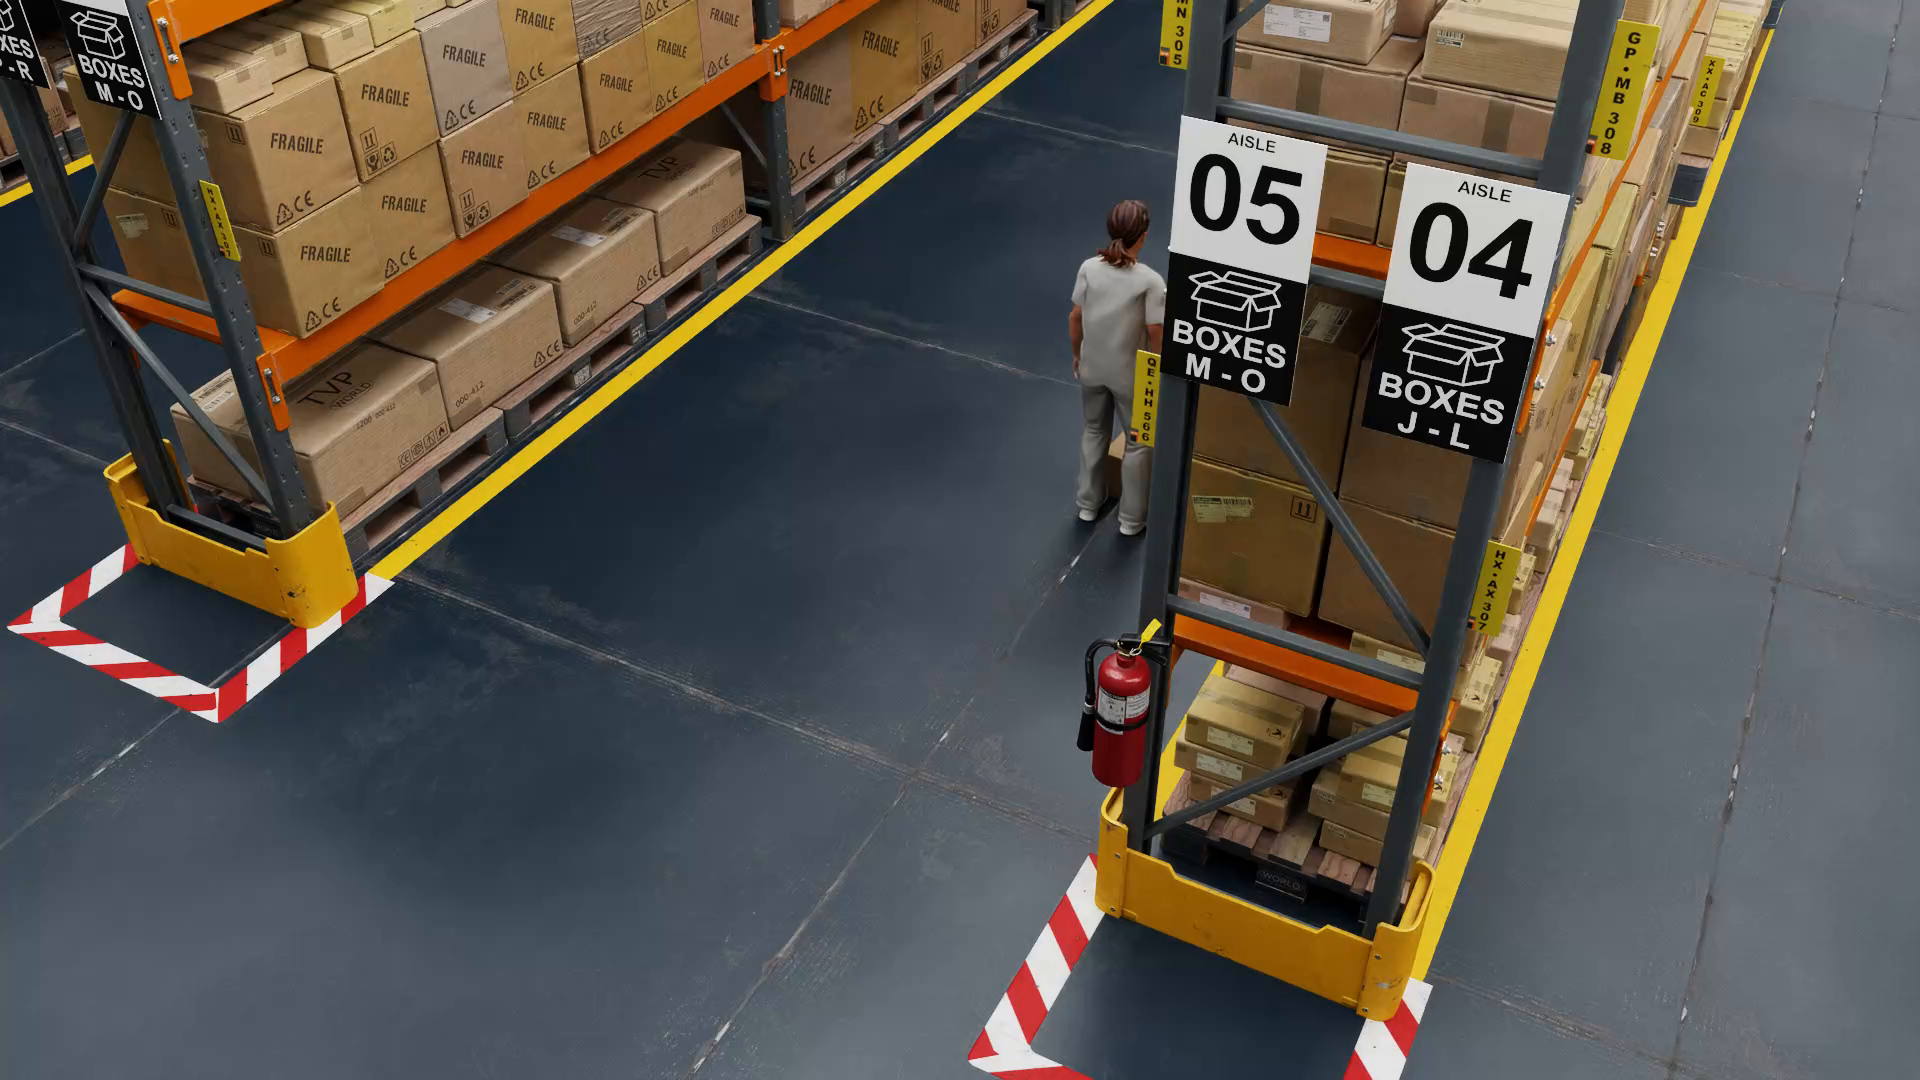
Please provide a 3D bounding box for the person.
[{"bbox_3d":[0.747,-0.788,7.756,0.509,1.671,0.361,20,42,23],"label":"person"}]
